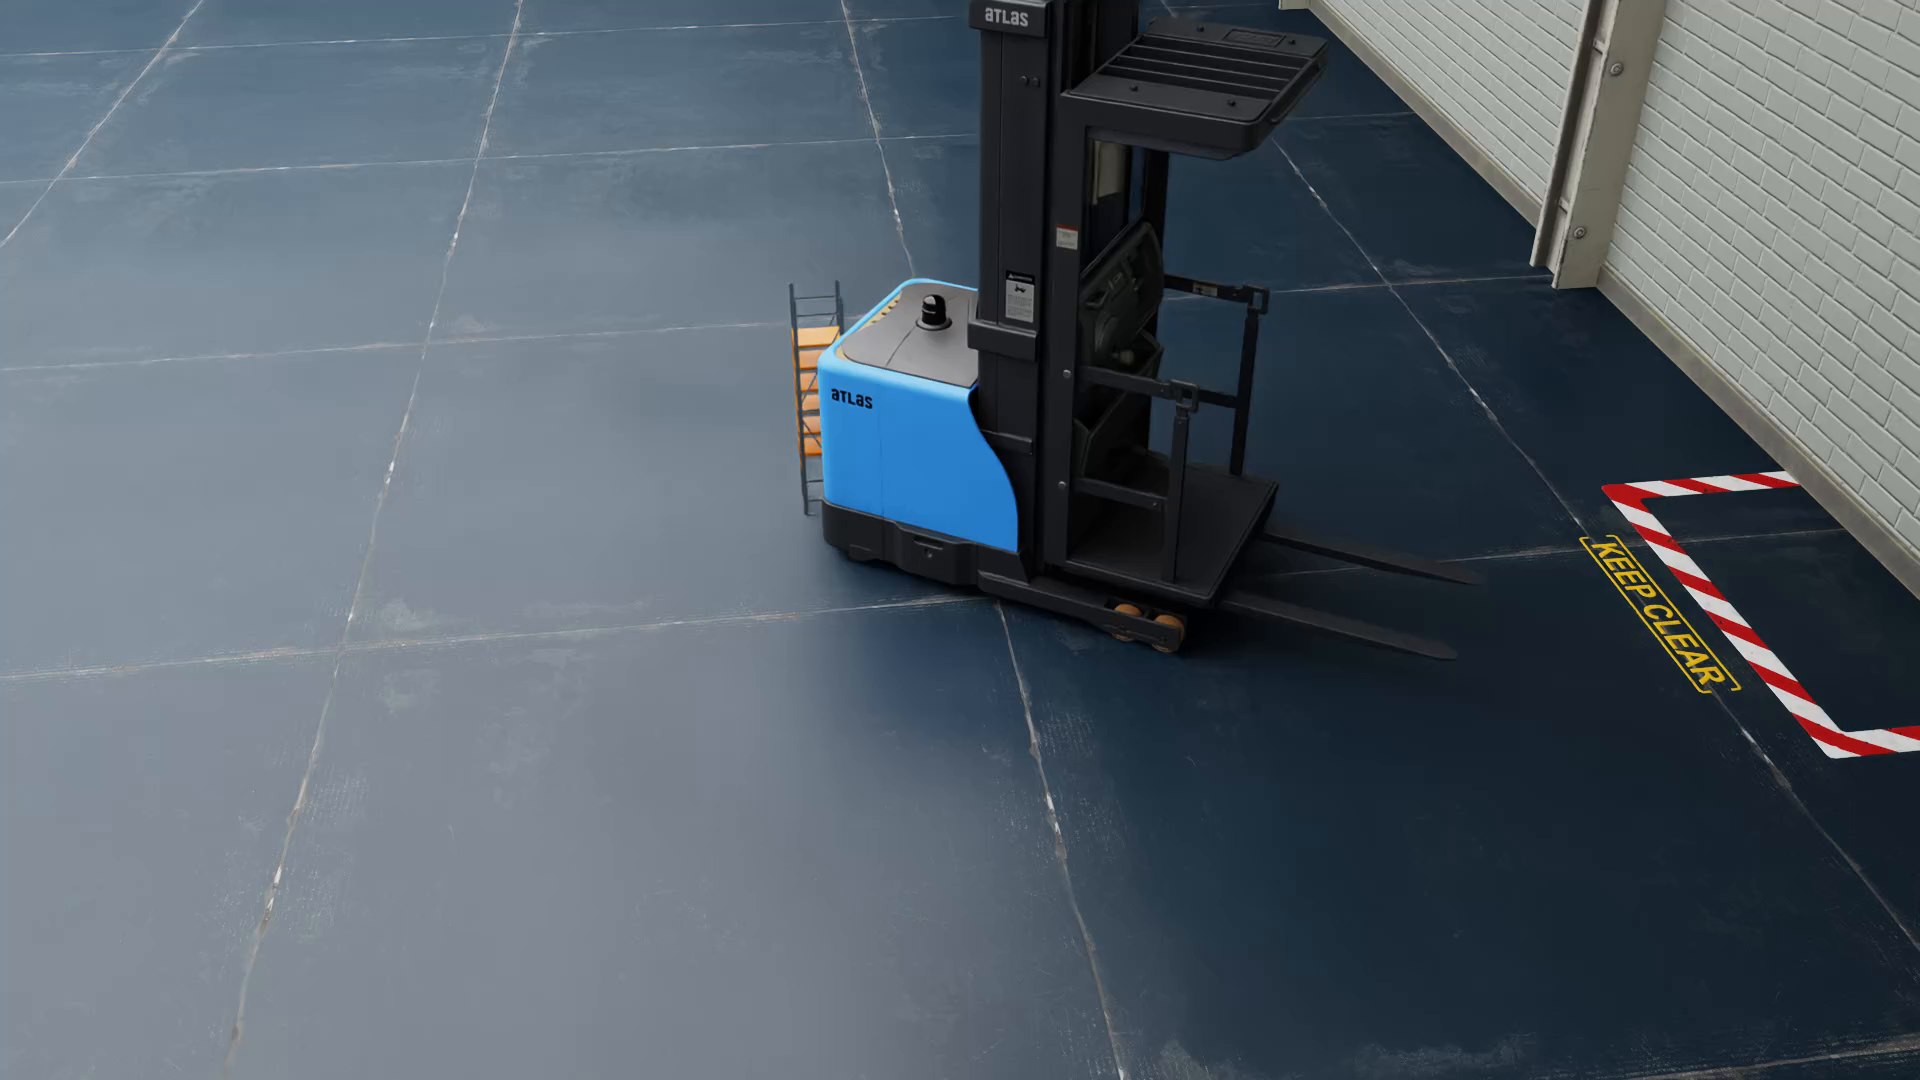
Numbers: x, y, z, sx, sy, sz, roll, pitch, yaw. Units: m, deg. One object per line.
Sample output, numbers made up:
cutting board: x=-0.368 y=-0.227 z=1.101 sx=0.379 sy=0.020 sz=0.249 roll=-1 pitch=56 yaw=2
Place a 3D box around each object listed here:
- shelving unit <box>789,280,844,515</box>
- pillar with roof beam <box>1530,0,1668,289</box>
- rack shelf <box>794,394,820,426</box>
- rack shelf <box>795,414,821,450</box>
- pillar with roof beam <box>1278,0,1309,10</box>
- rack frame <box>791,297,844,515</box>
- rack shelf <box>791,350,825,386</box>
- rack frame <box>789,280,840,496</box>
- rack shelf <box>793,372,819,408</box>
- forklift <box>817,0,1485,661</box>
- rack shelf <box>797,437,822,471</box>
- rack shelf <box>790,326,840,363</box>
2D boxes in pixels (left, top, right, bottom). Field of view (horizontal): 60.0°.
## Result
shelving unit: x=-0.682 y=-0.683 z=8.187 sx=0.258 sy=1.200 sz=0.189 roll=-5 pitch=35 yaw=-7
pillar with roof beam: x=-0.348 y=-5.114 z=7.763 sx=9.100 sy=9.000 sz=0.400 roll=-4 pitch=35 yaw=-6
rack shelf: x=-0.682 y=-0.646 z=8.212 sx=0.258 sy=0.103 sz=0.180 roll=-5 pitch=35 yaw=-7
rack shelf: x=-0.682 y=-0.547 z=8.279 sx=0.258 sy=0.103 sz=0.180 roll=-5 pitch=35 yaw=-7
pillar with roof beam: x=-1.155 y=-8.462 z=12.676 sx=9.100 sy=9.000 sz=0.400 roll=-4 pitch=35 yaw=-6
rack frame: x=-0.669 y=-0.632 z=8.112 sx=0.240 sy=1.200 sz=0.006 roll=-5 pitch=35 yaw=-7
rack shelf: x=-0.682 y=-0.844 z=8.076 sx=0.258 sy=0.103 sz=0.180 roll=-5 pitch=35 yaw=-7
rack frame: x=-0.696 y=-0.734 z=8.261 sx=0.240 sy=1.200 sz=0.006 roll=-5 pitch=35 yaw=-7
rack shelf: x=-0.682 y=-0.745 z=8.144 sx=0.258 sy=0.103 sz=0.180 roll=-5 pitch=35 yaw=-7
forklift: x=0.889 y=-1.047 z=7.184 sx=3.031 sy=2.935 sz=1.130 roll=15 pitch=37 yaw=21
rack shelf: x=-0.682 y=-0.448 z=8.347 sx=0.258 sy=0.103 sz=0.180 roll=-5 pitch=35 yaw=-7
rack shelf: x=-0.682 y=-0.944 z=8.009 sx=0.258 sy=0.103 sz=0.180 roll=-5 pitch=35 yaw=-7
